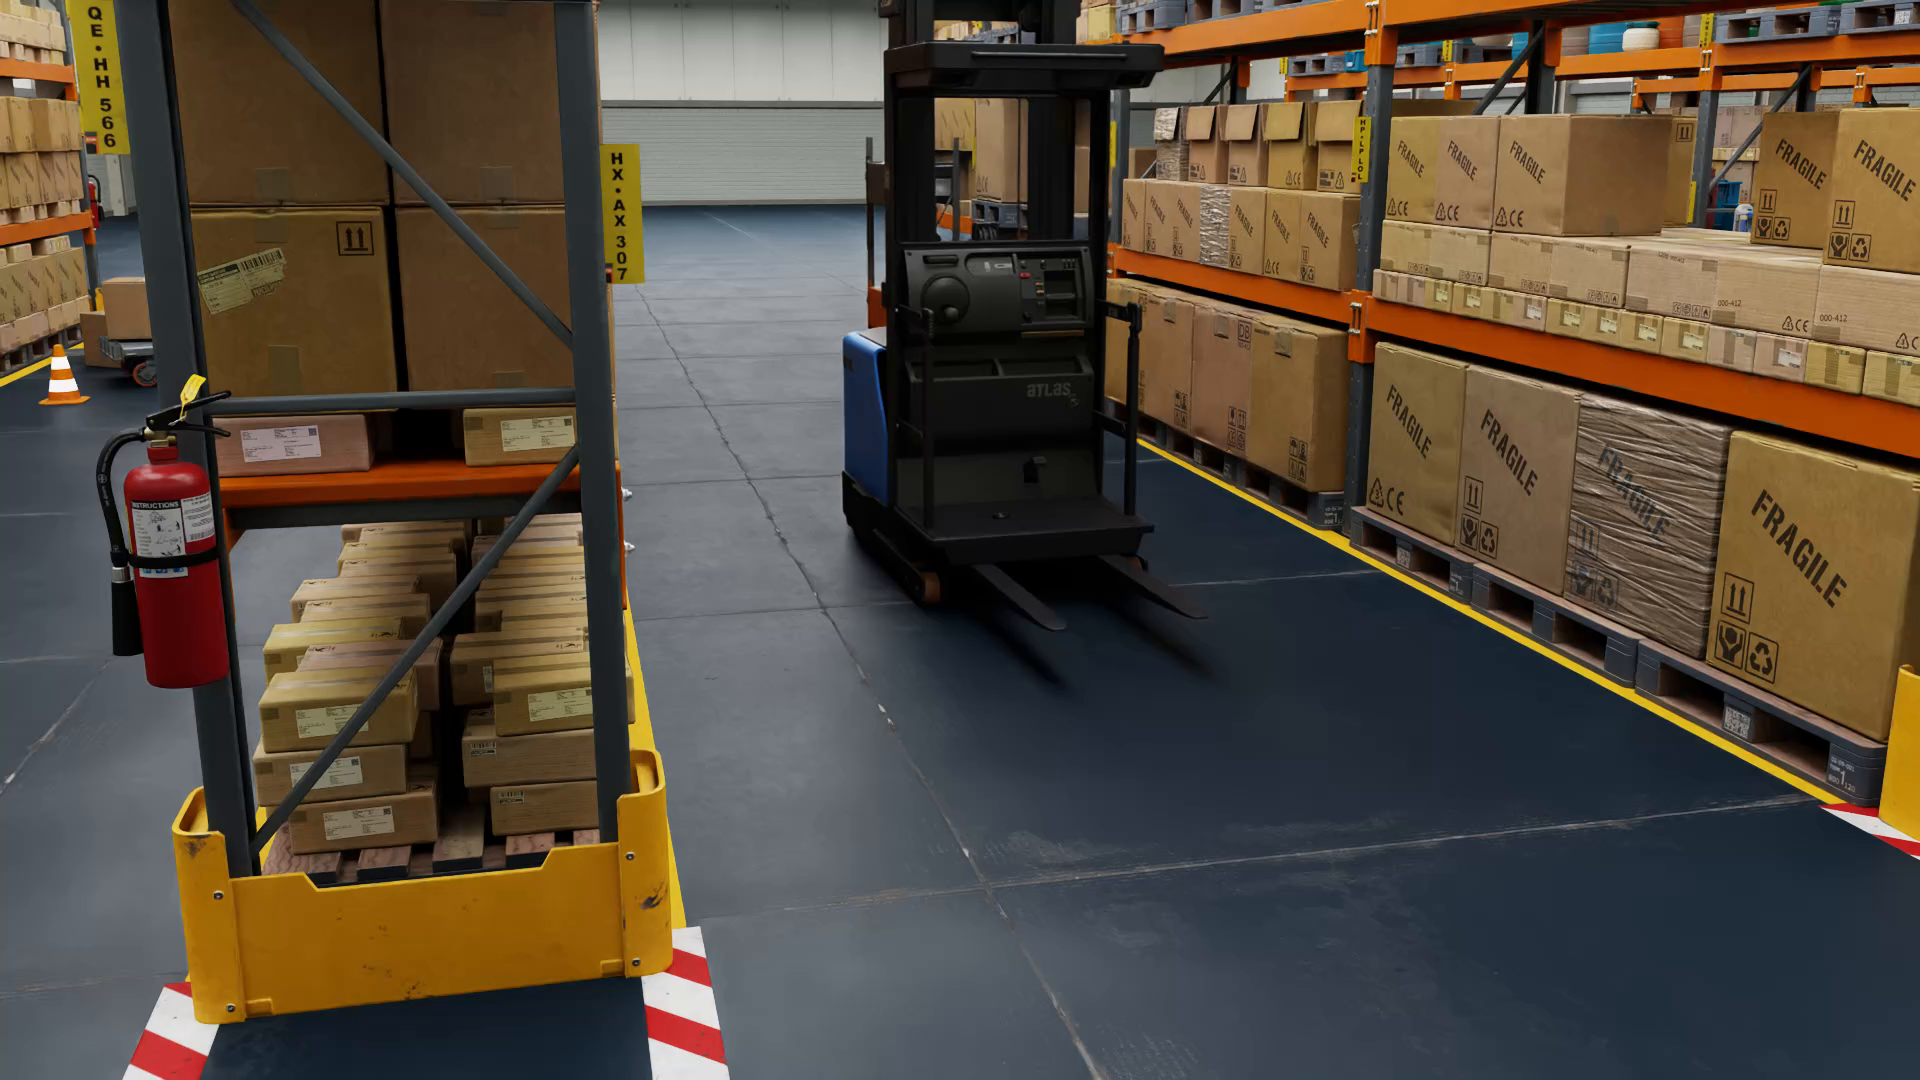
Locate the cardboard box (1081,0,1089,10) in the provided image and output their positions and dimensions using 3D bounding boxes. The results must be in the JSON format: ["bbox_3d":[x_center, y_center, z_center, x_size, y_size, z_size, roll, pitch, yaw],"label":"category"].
[{"bbox_3d":[1.147,-4.383,12.963,0.500,0.500,0.500,-3,14,-13],"label":"cardboard box"}]

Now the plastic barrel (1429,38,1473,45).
[{"bbox_3d":[5.378,-5.760,17.921,0.600,0.901,0.708,-3,14,-13],"label":"plastic barrel"}]

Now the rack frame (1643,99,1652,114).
[{"bbox_3d":[9.387,-4.818,22.326,0.949,2.616,0.053,-3,14,-13],"label":"rack frame"}]

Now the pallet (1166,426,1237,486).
[{"bbox_3d":[2.028,-0.599,10.935,1.003,0.211,1.213,-3,14,-13],"label":"pallet"}]

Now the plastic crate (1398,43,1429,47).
[{"bbox_3d":[5.309,-5.569,19.113,0.392,0.384,0.575,-3,14,-13],"label":"plastic crate"}]

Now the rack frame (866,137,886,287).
[{"bbox_3d":[-0.339,-1.275,9.722,0.400,2.100,0.015,-4,14,-16],"label":"rack frame"}]

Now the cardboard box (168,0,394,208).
[{"bbox_3d":[-1.682,-1.092,4.134,0.500,0.500,0.500,-4,14,-14],"label":"cardboard box"}]

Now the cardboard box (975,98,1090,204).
[{"bbox_3d":[0.744,-3.648,15.389,1.000,1.000,1.000,-3,14,-13],"label":"cardboard box"}]

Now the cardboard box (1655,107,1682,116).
[{"bbox_3d":[9.494,-5.376,21.666,0.700,0.500,0.500,-3,14,-13],"label":"cardboard box"}]

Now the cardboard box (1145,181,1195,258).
[{"bbox_3d":[1.606,-2.223,11.496,0.500,0.500,0.500,-4,14,-15],"label":"cardboard box"}]

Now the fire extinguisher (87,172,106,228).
[{"bbox_3d":[-9.458,-3.728,18.031,0.296,0.674,0.183,-3,14,-13],"label":"fire extinguisher"}]

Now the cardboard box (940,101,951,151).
[{"bbox_3d":[0.085,-4.341,17.433,0.500,0.500,0.500,-3,14,-13],"label":"cardboard box"}]

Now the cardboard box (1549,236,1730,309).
[{"bbox_3d":[2.775,-1.098,6.791,0.500,0.250,0.500,-3,14,-13],"label":"cardboard box"}]

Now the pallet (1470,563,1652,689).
[{"bbox_3d":[2.965,0.318,7.179,1.003,0.211,1.213,-3,14,-13],"label":"pallet"}]

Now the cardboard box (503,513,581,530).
[{"bbox_3d":[-1.634,-0.050,6.680,0.380,0.149,0.250,-4,14,-16],"label":"cardboard box"}]

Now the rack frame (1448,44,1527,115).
[{"bbox_3d":[5.508,-3.620,17.422,1.000,3.000,0.127,-3,14,-13],"label":"rack frame"}]

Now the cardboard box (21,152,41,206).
[{"bbox_3d":[-9.156,-3.448,15.881,0.500,0.500,0.500,-3,14,-13],"label":"cardboard box"}]

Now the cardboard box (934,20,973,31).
[{"bbox_3d":[-0.160,-5.802,18.143,0.500,0.500,0.500,-3,14,-13],"label":"cardboard box"}]

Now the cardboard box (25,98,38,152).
[{"bbox_3d":[-9.233,-3.935,15.769,0.700,0.500,0.500,-3,14,-14],"label":"cardboard box"}]

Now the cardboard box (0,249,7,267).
[{"bbox_3d":[-8.786,-2.522,14.892,0.380,0.149,0.250,-3,14,-12],"label":"cardboard box"}]

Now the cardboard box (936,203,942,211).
[{"bbox_3d":[-0.153,-3.714,18.337,0.380,0.149,0.250,-3,14,-13],"label":"cardboard box"}]

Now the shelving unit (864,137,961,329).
[{"bbox_3d":[-0.270,-1.220,9.495,0.431,2.100,0.503,-4,14,-16],"label":"shelving unit"}]

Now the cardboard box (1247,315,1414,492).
[{"bbox_3d":[2.403,-0.816,9.540,1.225,0.875,0.875,-3,14,-13],"label":"cardboard box"}]

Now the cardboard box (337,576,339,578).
[{"bbox_3d":[-2.160,0.190,6.326,0.380,0.149,0.250,-3,14,-14],"label":"cardboard box"}]

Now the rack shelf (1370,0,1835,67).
[{"bbox_3d":[3.042,-2.144,6.579,1.077,0.370,4.000,-3,14,-13],"label":"rack shelf"}]

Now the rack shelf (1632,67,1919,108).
[{"bbox_3d":[9.854,-5.464,20.167,1.077,0.370,4.000,-3,14,-13],"label":"rack shelf"}]

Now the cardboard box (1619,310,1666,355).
[{"bbox_3d":[2.805,-0.812,6.461,0.380,0.149,0.250,-3,14,-13],"label":"cardboard box"}]

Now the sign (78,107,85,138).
[{"bbox_3d":[-9.335,-4.456,17.741,0.100,0.325,0.005,-3,14,-13],"label":"sign"}]

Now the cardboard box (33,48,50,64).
[{"bbox_3d":[-9.403,-4.863,16.723,0.380,0.149,0.250,-3,14,-11],"label":"cardboard box"}]

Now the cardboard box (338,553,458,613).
[{"bbox_3d":[-1.962,0.159,5.825,0.380,0.149,0.250,-4,14,-15],"label":"cardboard box"}]

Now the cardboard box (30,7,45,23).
[{"bbox_3d":[-9.411,-5.255,16.646,0.380,0.149,0.250,-3,14,-14],"label":"cardboard box"}]

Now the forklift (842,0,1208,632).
[{"bbox_3d":[0.254,-1.189,7.751,1.129,2.867,3.031,-4,14,-16],"label":"forklift"}]

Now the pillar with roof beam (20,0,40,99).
[{"bbox_3d":[-16.867,-11.916,38.742,9.100,9.000,0.400,-3,14,-13],"label":"pillar with roof beam"}]

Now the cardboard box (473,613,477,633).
[{"bbox_3d":[-1.469,0.340,5.710,0.380,0.149,0.250,-4,14,-16],"label":"cardboard box"}]

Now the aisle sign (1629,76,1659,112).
[{"bbox_3d":[9.071,-6.078,22.009,0.394,0.787,0.004,-3,14,-13],"label":"aisle sign"}]

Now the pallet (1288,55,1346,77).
[{"bbox_3d":[4.668,-5.711,20.062,1.003,0.211,1.213,-3,14,-13],"label":"pallet"}]

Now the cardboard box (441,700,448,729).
[{"bbox_3d":[-1.867,0.573,5.382,0.380,0.149,0.250,-3,14,-13],"label":"cardboard box"}]

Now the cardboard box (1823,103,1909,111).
[{"bbox_3d":[10.213,-4.676,18.800,0.700,0.500,0.500,-3,14,-13],"label":"cardboard box"}]

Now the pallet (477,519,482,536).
[{"bbox_3d":[-2.457,-0.070,8.768,1.003,0.211,1.213,-3,14,-13],"label":"pallet"}]

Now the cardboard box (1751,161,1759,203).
[{"bbox_3d":[9.969,-4.283,19.925,0.700,0.500,0.500,-3,14,-12],"label":"cardboard box"}]

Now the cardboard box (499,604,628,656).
[{"bbox_3d":[-1.242,0.308,5.215,0.380,0.149,0.250,-3,14,-13],"label":"cardboard box"}]

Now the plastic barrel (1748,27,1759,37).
[{"bbox_3d":[6.340,-4.133,13.529,0.294,0.245,0.294,0,14,0],"label":"plastic barrel"}]

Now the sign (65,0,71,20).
[{"bbox_3d":[-9.335,-5.627,17.455,0.100,0.325,0.005,-3,14,-13],"label":"sign"}]

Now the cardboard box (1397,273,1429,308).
[{"bbox_3d":[2.380,-1.229,8.165,0.380,0.149,0.250,-4,14,-15],"label":"cardboard box"}]

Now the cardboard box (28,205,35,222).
[{"bbox_3d":[-9.079,-3.112,15.873,0.380,0.149,0.250,-3,14,-13],"label":"cardboard box"}]

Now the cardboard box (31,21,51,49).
[{"bbox_3d":[-9.393,-5.023,16.535,0.500,0.250,0.500,-3,14,-14],"label":"cardboard box"}]

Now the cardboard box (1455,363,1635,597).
[{"bbox_3d":[2.861,-0.305,7.449,0.875,0.875,0.875,-3,14,-13],"label":"cardboard box"}]

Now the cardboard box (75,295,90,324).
[{"bbox_3d":[-9.422,-2.405,17.360,0.500,0.250,0.500,-3,14,-13],"label":"cardboard box"}]

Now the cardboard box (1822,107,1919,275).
[{"bbox_3d":[3.142,-1.109,5.255,0.500,0.500,0.500,-3,14,-12],"label":"cardboard box"}]

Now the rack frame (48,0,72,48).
[{"bbox_3d":[-9.879,-6.628,17.096,1.000,3.000,0.127,-3,14,-13],"label":"rack frame"}]
